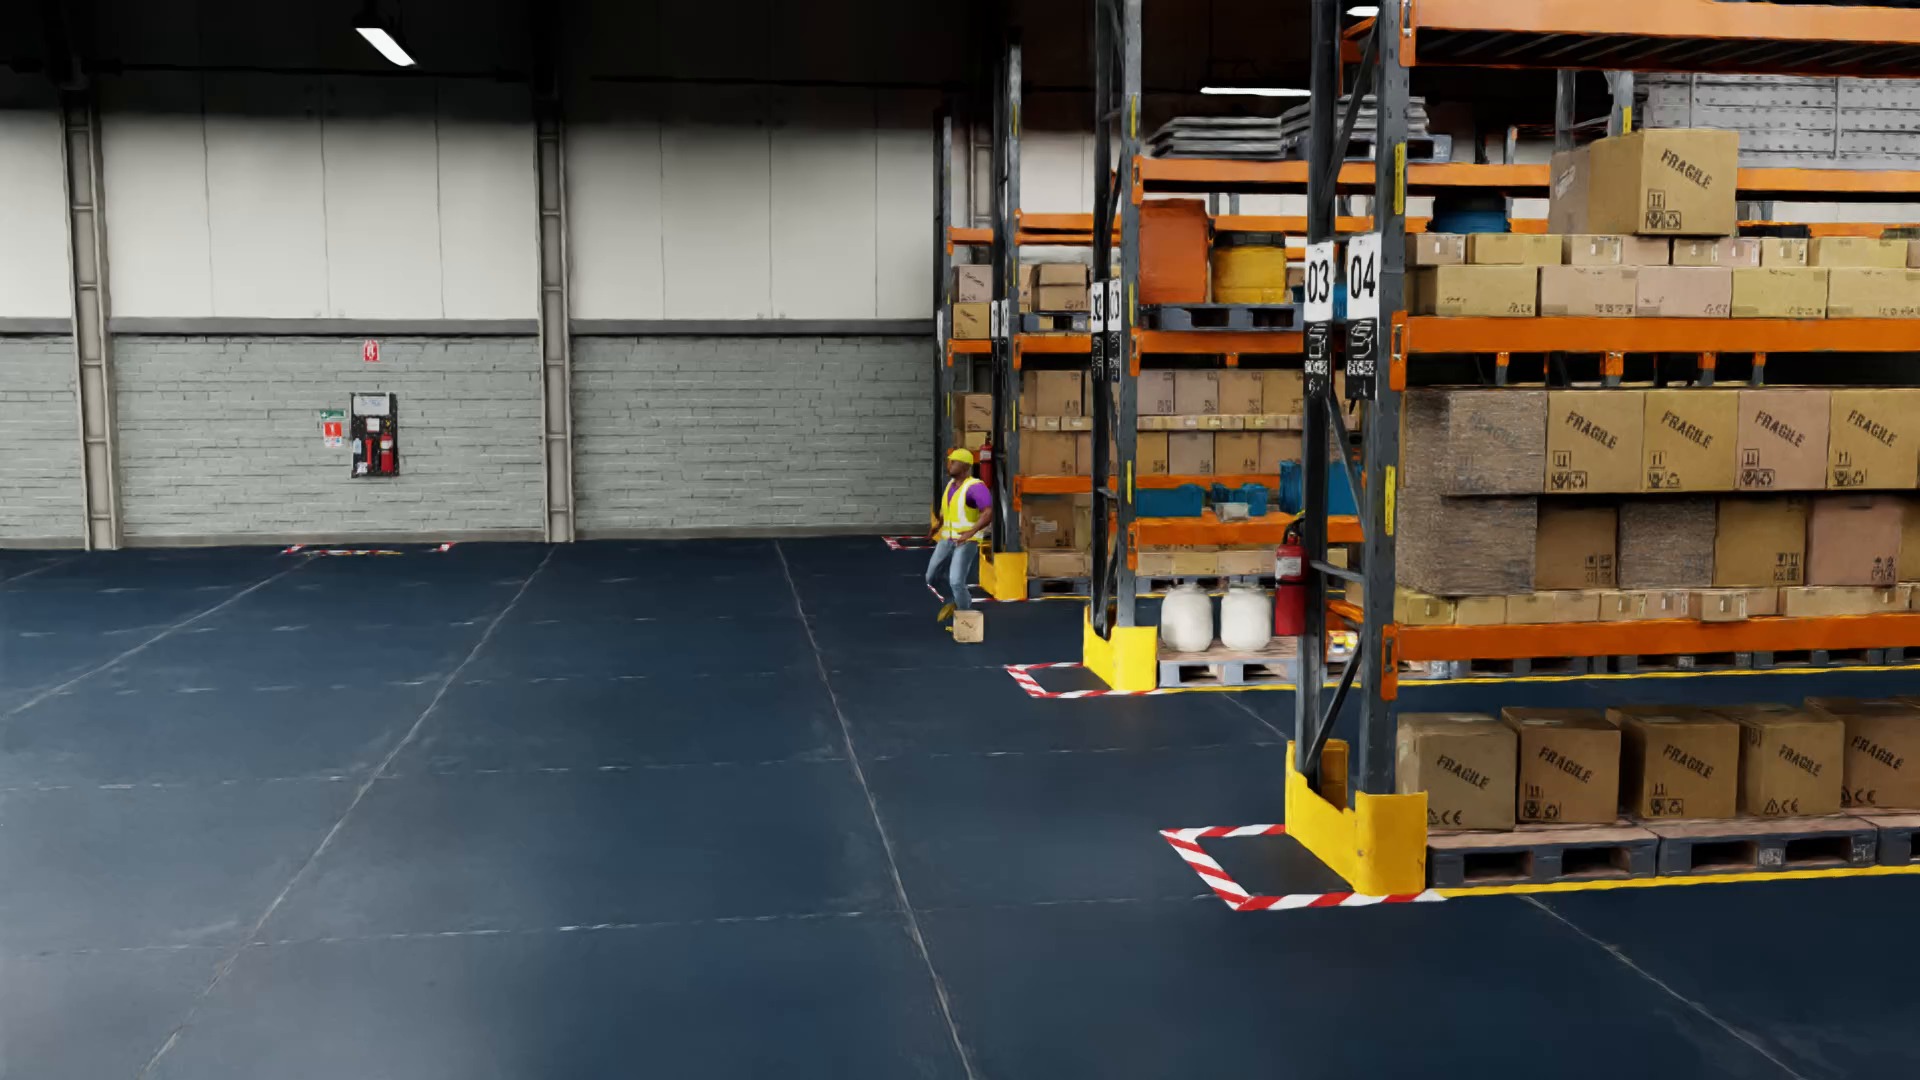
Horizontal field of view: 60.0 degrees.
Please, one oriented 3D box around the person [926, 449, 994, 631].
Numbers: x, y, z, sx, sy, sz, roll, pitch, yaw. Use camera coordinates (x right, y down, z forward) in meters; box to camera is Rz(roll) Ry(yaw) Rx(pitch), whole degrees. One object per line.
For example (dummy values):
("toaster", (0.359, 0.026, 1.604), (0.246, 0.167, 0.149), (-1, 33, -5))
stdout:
("person", (-0.014, 0.004, 15.738), (0.503, 1.731, 0.756), (-6, 9, -44))
